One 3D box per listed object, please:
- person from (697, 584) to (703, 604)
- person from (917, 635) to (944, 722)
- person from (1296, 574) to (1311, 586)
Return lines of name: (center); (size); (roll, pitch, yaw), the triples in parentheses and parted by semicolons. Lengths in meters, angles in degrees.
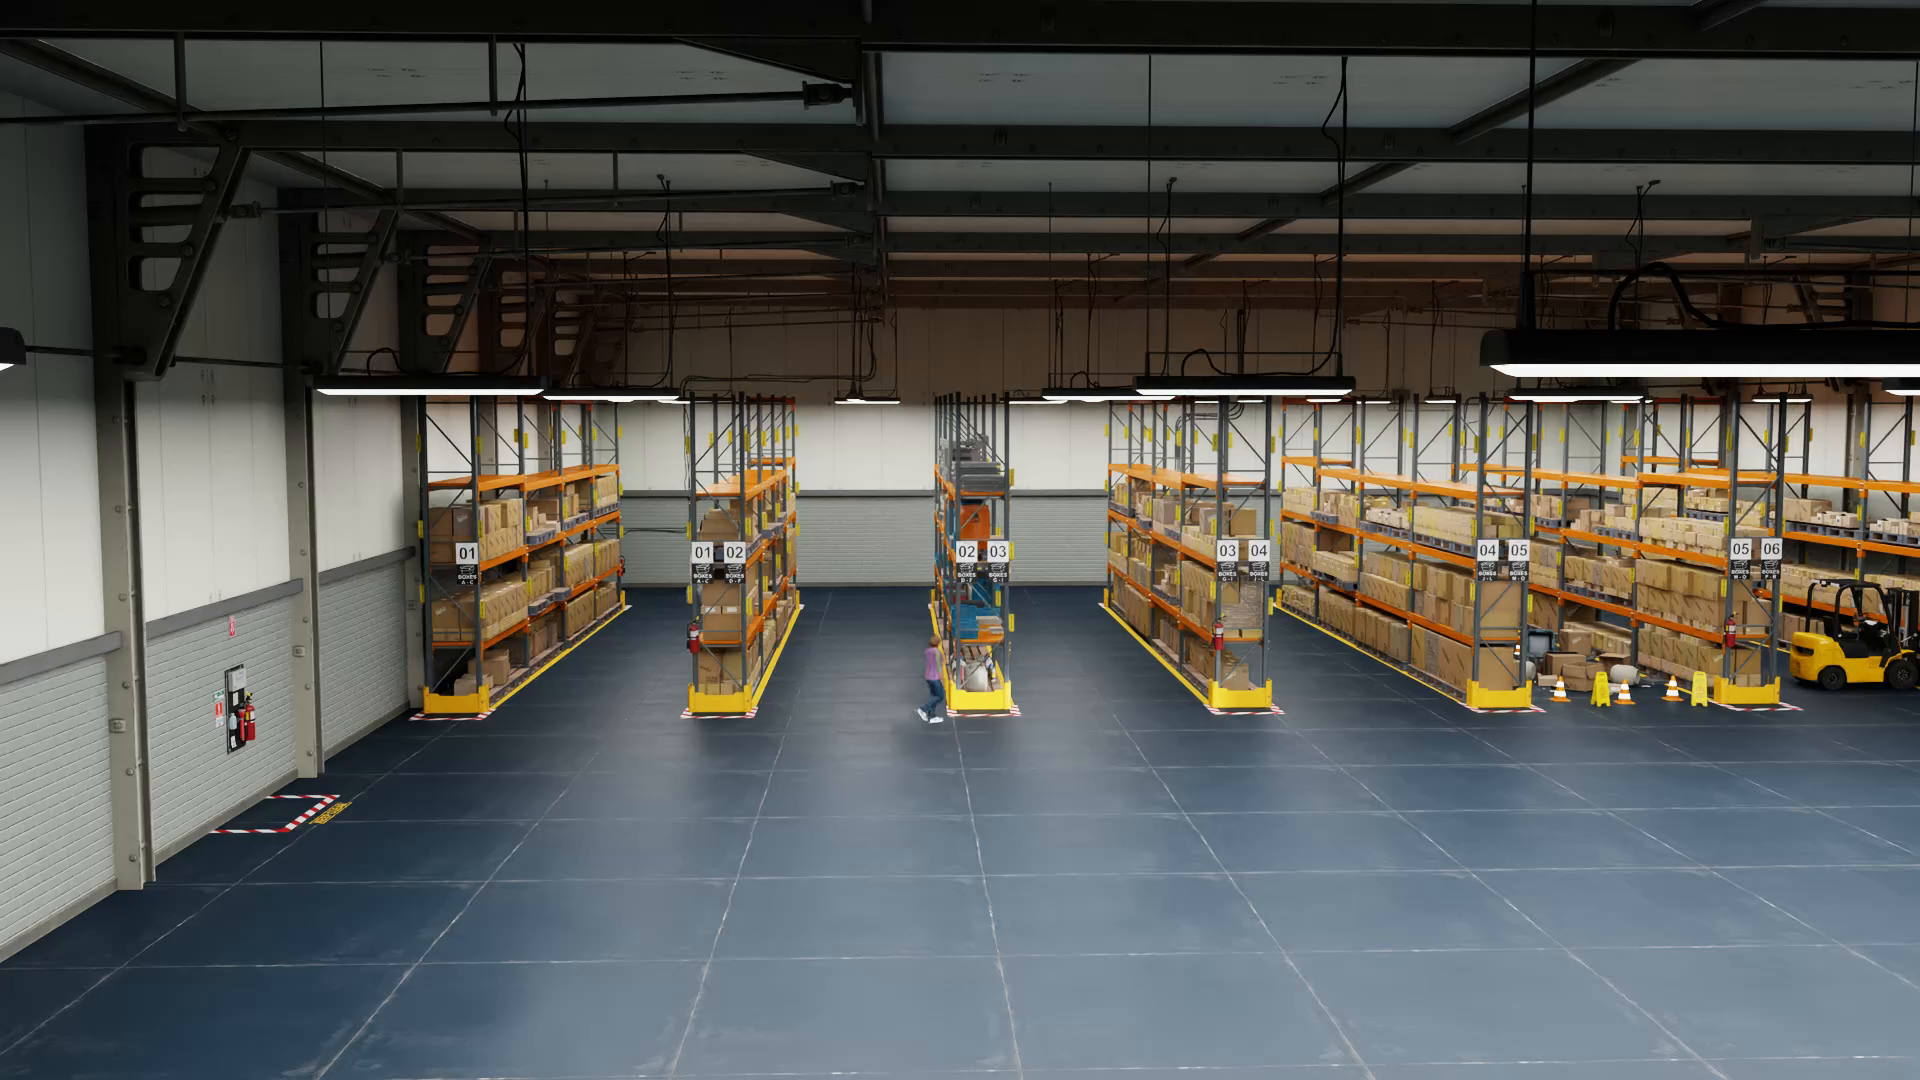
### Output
person: (-7.412, 0.975, 48.099); (0.542, 1.757, 0.564); (-1, 5, -9)
person: (-0.537, 2.527, 29.946); (0.545, 1.563, 0.419); (-2, 5, -23)
person: (10.283, 0.882, 49.392); (0.478, 1.802, 0.568); (-2, 5, -27)
